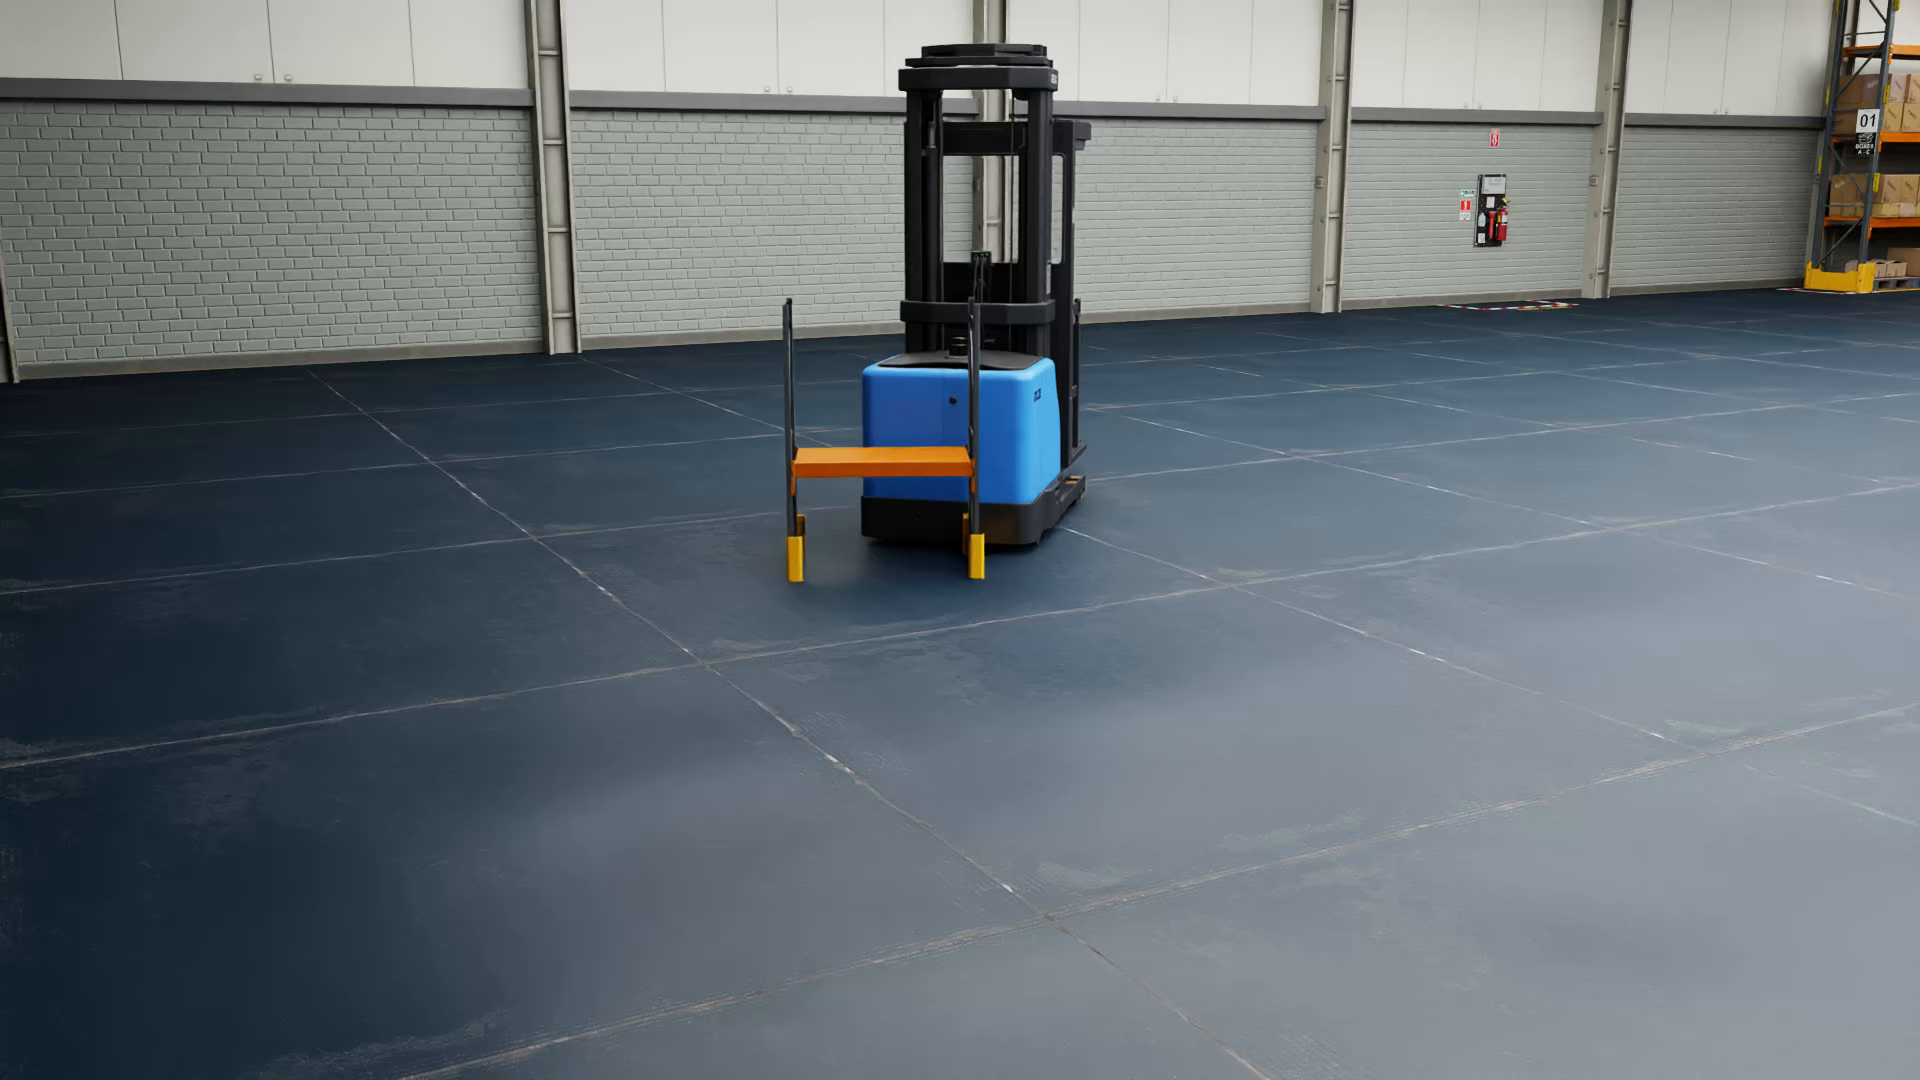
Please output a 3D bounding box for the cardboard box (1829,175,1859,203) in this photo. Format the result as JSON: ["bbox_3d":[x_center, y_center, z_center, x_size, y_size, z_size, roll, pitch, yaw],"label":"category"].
[{"bbox_3d":[16.328,-6.431,30.442,0.500,0.500,0.500,-7,14,-28],"label":"cardboard box"}]

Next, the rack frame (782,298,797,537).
[{"bbox_3d":[-0.940,-0.566,9.210,0.032,1.500,0.500,-1,13,-3],"label":"rack frame"}]

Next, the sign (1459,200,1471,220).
[{"bbox_3d":[8.227,-5.374,27.074,0.234,0.329,0.001,-7,14,-28],"label":"sign"}]

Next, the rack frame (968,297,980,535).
[{"bbox_3d":[0.075,-0.579,9.267,0.032,1.500,0.500,-1,13,-3],"label":"rack frame"}]

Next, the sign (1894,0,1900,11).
[{"bbox_3d":[16.276,-9.355,28.873,0.005,0.325,0.100,-7,14,-28],"label":"sign"}]

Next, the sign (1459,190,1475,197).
[{"bbox_3d":[8.236,-5.631,27.011,0.331,0.109,0.001,-7,14,-28],"label":"sign"}]

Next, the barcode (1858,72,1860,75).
[{"bbox_3d":[16.400,-8.502,30.352,0.075,0.075,0.001,-7,14,-28],"label":"barcode"}]

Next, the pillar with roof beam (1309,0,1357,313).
[{"bbox_3d":[7.746,-7.113,21.221,0.400,9.000,9.100,-7,14,-28],"label":"pillar with roof beam"}]

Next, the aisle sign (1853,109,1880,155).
[{"bbox_3d":[16.096,-7.241,29.532,0.004,0.787,0.394,-7,14,-28],"label":"aisle sign"}]

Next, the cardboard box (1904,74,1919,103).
[{"bbox_3d":[16.935,-8.085,29.819,0.500,0.500,0.500,-7,14,-29],"label":"cardboard box"}]

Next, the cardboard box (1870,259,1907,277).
[{"bbox_3d":[17.167,-5.056,30.867,0.500,0.311,0.500,-6,14,-23],"label":"cardboard box"}]

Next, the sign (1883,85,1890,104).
[{"bbox_3d":[16.276,-7.823,29.218,0.005,0.325,0.100,-7,14,-28],"label":"sign"}]

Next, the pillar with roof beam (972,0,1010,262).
[{"bbox_3d":[2.479,-6.482,18.416,0.400,9.000,9.100,-7,14,-28],"label":"pillar with roof beam"}]

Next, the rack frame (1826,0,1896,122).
[{"bbox_3d":[16.016,-8.965,29.449,0.127,3.000,1.000,-7,14,-28],"label":"rack frame"}]

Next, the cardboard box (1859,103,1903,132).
[{"bbox_3d":[16.429,-7.547,29.707,0.500,0.500,0.500,-6,14,-26],"label":"cardboard box"}]

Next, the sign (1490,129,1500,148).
[{"bbox_3d":[8.707,-6.544,27.075,0.199,0.298,0.001,-7,14,-28],"label":"sign"}]

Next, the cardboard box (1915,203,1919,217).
[{"bbox_3d":[17.495,-6.075,30.566,0.500,0.250,0.500,-7,15,-29],"label":"cardboard box"}]

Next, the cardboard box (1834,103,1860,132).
[{"bbox_3d":[16.261,-7.653,30.177,0.500,0.500,0.500,-6,14,-24],"label":"cardboard box"}]

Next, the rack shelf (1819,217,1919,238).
[{"bbox_3d":[17.771,-5.898,31.122,4.000,0.370,1.077,-7,14,-28],"label":"rack shelf"}]

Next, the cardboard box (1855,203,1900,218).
[{"bbox_3d":[16.596,-5.965,30.078,0.500,0.250,0.500,-7,15,-29],"label":"cardboard box"}]

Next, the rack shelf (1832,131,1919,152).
[{"bbox_3d":[17.771,-7.361,30.792,4.000,0.370,1.077,-7,14,-28],"label":"rack shelf"}]

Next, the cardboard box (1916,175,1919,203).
[{"bbox_3d":[17.474,-6.436,30.464,0.500,0.500,0.500,-7,15,-30],"label":"cardboard box"}]

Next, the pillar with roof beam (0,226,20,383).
[{"bbox_3d":[-8.053,-5.220,12.807,0.400,9.000,9.100,-7,14,-28],"label":"pillar with roof beam"}]

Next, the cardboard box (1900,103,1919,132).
[{"bbox_3d":[16.918,-7.597,29.928,0.500,0.500,0.500,-6,14,-24],"label":"cardboard box"}]

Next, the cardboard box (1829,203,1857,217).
[{"bbox_3d":[16.333,-6.061,30.506,0.500,0.250,0.500,-7,14,-27],"label":"cardboard box"}]

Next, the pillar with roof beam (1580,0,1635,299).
[{"bbox_3d":[13.012,-7.744,24.026,0.400,9.000,9.100,-7,14,-28],"label":"pillar with roof beam"}]

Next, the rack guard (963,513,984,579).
[{"bbox_3d":[0.074,0.031,9.404,0.087,0.250,0.587,-1,13,-3],"label":"rack guard"}]

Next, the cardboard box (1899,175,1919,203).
[{"bbox_3d":[17.018,-6.383,30.228,0.500,0.500,0.500,-7,14,-28],"label":"cardboard box"}]

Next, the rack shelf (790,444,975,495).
[{"bbox_3d":[-0.432,-0.397,9.278,1.000,0.185,0.538,-1,13,-3],"label":"rack shelf"}]

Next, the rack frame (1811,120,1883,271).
[{"bbox_3d":[16.016,-6.038,30.108,0.127,3.000,1.000,-7,14,-28],"label":"rack frame"}]

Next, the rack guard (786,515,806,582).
[{"bbox_3d":[-0.920,0.043,9.348,0.087,0.250,0.587,-1,13,-3],"label":"rack guard"}]

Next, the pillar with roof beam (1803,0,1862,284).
[{"bbox_3d":[18.279,-8.376,26.830,0.400,9.000,9.100,-7,14,-28],"label":"pillar with roof beam"}]

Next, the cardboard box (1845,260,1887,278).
[{"bbox_3d":[16.666,-4.996,30.601,0.500,0.311,0.500,-9,15,-34],"label":"cardboard box"}]

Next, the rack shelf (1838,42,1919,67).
[{"bbox_3d":[17.771,-8.823,30.463,4.000,0.370,1.077,-7,14,-28],"label":"rack shelf"}]

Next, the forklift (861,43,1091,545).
[{"bbox_3d":[0.240,-1.676,10.882,1.130,2.935,3.031,3,13,13],"label":"forklift"}]

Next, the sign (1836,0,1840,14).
[{"bbox_3d":[15.768,-9.607,29.814,0.005,0.325,0.100,-7,14,-28],"label":"sign"}]

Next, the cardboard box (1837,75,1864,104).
[{"bbox_3d":[16.269,-8.144,30.081,0.500,0.500,0.500,-6,14,-25],"label":"cardboard box"}]

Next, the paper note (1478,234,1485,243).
[{"bbox_3d":[8.574,-4.960,27.321,0.142,0.148,0.016,-7,14,-28],"label":"paper note"}]

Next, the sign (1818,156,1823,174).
[{"bbox_3d":[15.768,-6.866,30.430,0.005,0.325,0.100,-7,14,-28],"label":"sign"}]

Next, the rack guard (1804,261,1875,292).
[{"bbox_3d":[16.083,-4.827,30.418,0.348,0.500,1.175,-7,14,-28],"label":"rack guard"}]

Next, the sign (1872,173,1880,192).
[{"bbox_3d":[16.276,-6.356,29.548,0.005,0.325,0.100,-7,14,-28],"label":"sign"}]

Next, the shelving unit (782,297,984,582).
[{"bbox_3d":[-0.423,-0.573,9.239,1.083,1.500,0.587,-1,13,-3],"label":"shelving unit"}]

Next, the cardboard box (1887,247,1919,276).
[{"bbox_3d":[17.835,-5.216,31.147,0.500,0.500,0.700,-8,15,-31],"label":"cardboard box"}]

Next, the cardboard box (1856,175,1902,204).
[{"bbox_3d":[16.579,-6.333,30.005,0.500,0.500,0.500,-7,14,-28],"label":"cardboard box"}]

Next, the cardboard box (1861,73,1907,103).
[{"bbox_3d":[16.470,-8.042,29.628,0.500,0.500,0.500,-8,15,-32],"label":"cardboard box"}]

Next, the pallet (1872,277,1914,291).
[{"bbox_3d":[16.813,-4.764,30.799,1.213,0.211,1.003,-7,14,-28],"label":"pallet"}]

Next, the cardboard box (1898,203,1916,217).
[{"bbox_3d":[17.045,-6.022,30.333,0.500,0.250,0.500,-7,15,-30],"label":"cardboard box"}]

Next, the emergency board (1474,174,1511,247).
[{"bbox_3d":[8.762,-5.395,27.248,0.643,1.169,0.194,-7,14,-28],"label":"emergency board"}]

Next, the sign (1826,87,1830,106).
[{"bbox_3d":[15.768,-8.043,30.166,0.005,0.325,0.100,-7,14,-28],"label":"sign"}]

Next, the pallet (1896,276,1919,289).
[{"bbox_3d":[17.882,-4.892,31.365,1.213,0.211,1.003,-7,14,-28],"label":"pallet"}]

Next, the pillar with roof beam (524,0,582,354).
[{"bbox_3d":[-2.787,-5.851,15.612,0.400,9.000,9.100,-7,14,-28],"label":"pillar with roof beam"}]
